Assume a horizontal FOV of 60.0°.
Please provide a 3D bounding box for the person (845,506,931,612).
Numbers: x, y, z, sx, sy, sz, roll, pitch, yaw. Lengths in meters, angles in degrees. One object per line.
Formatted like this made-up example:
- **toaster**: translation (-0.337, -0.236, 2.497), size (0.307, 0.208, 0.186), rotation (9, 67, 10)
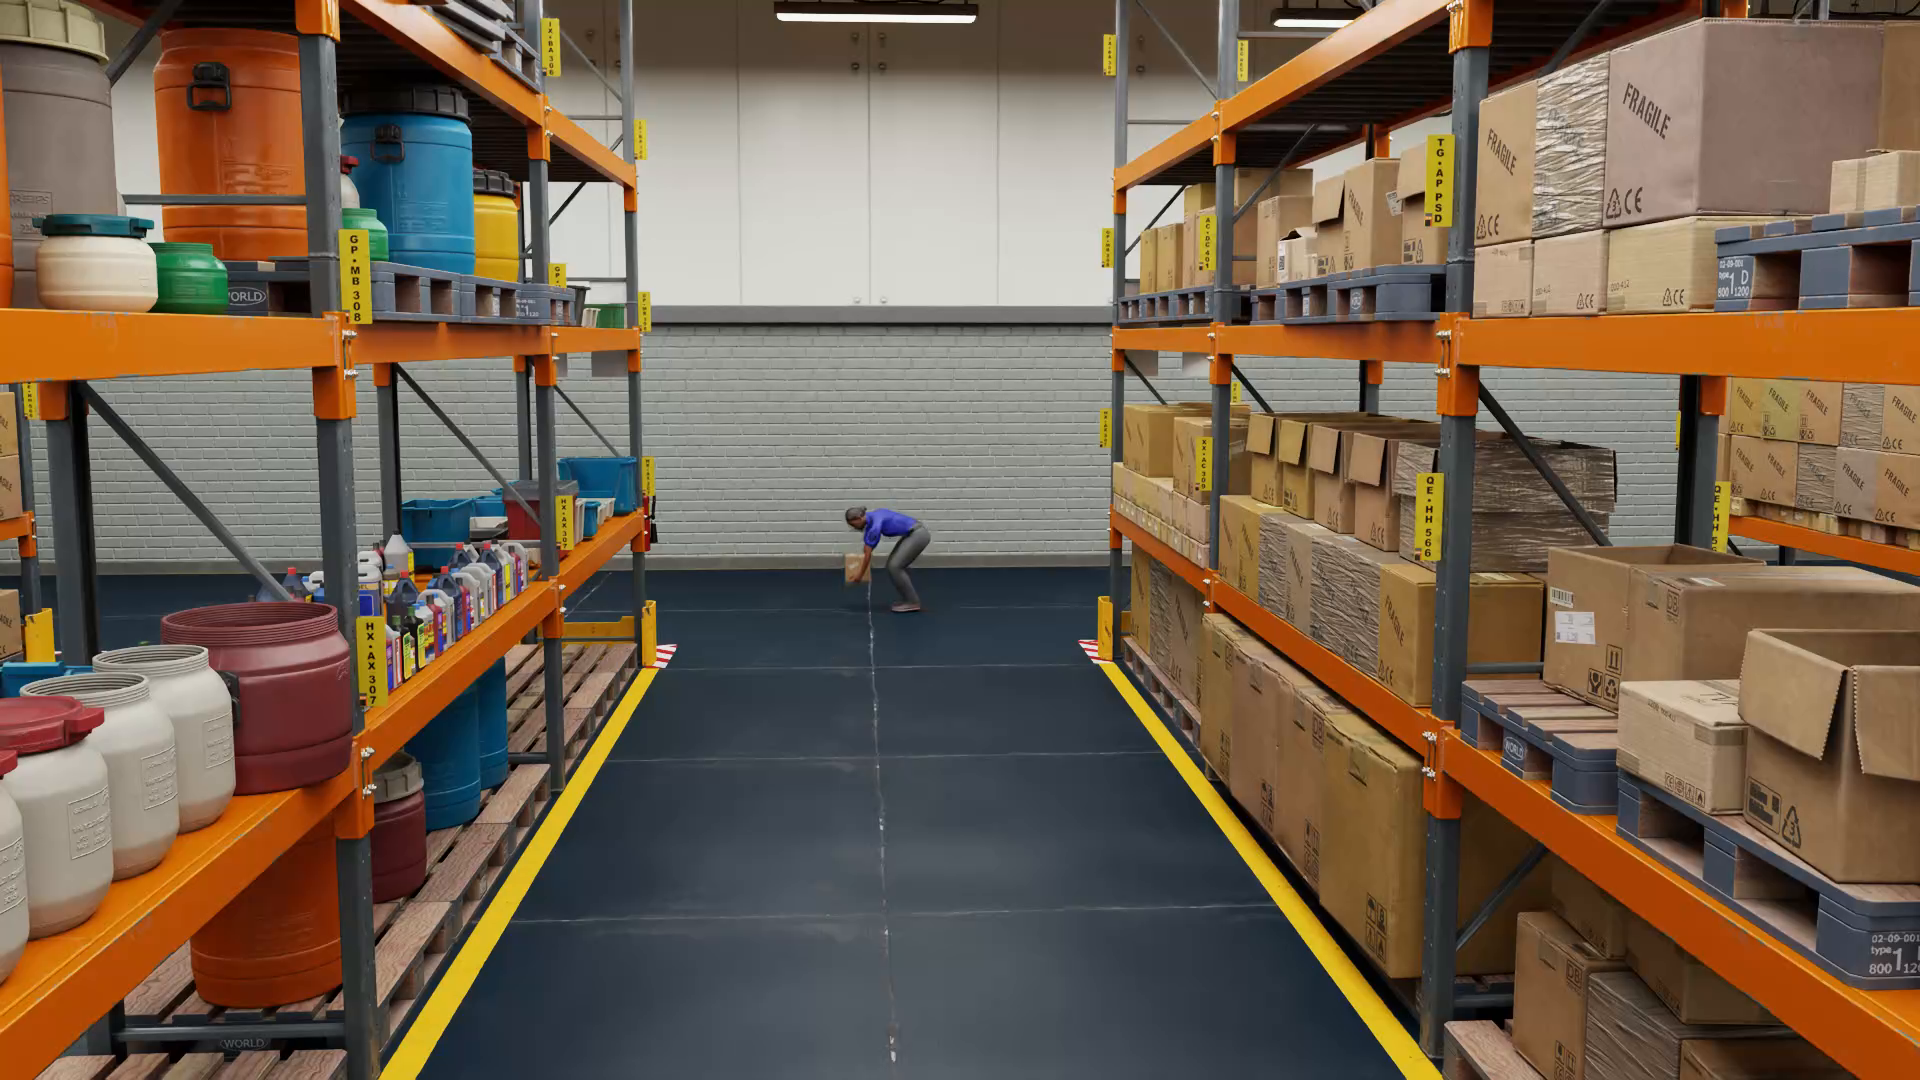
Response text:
- **person**: translation (-0.723, 0.183, 16.742), size (0.857, 1.064, 0.455), rotation (-1, 7, -6)
